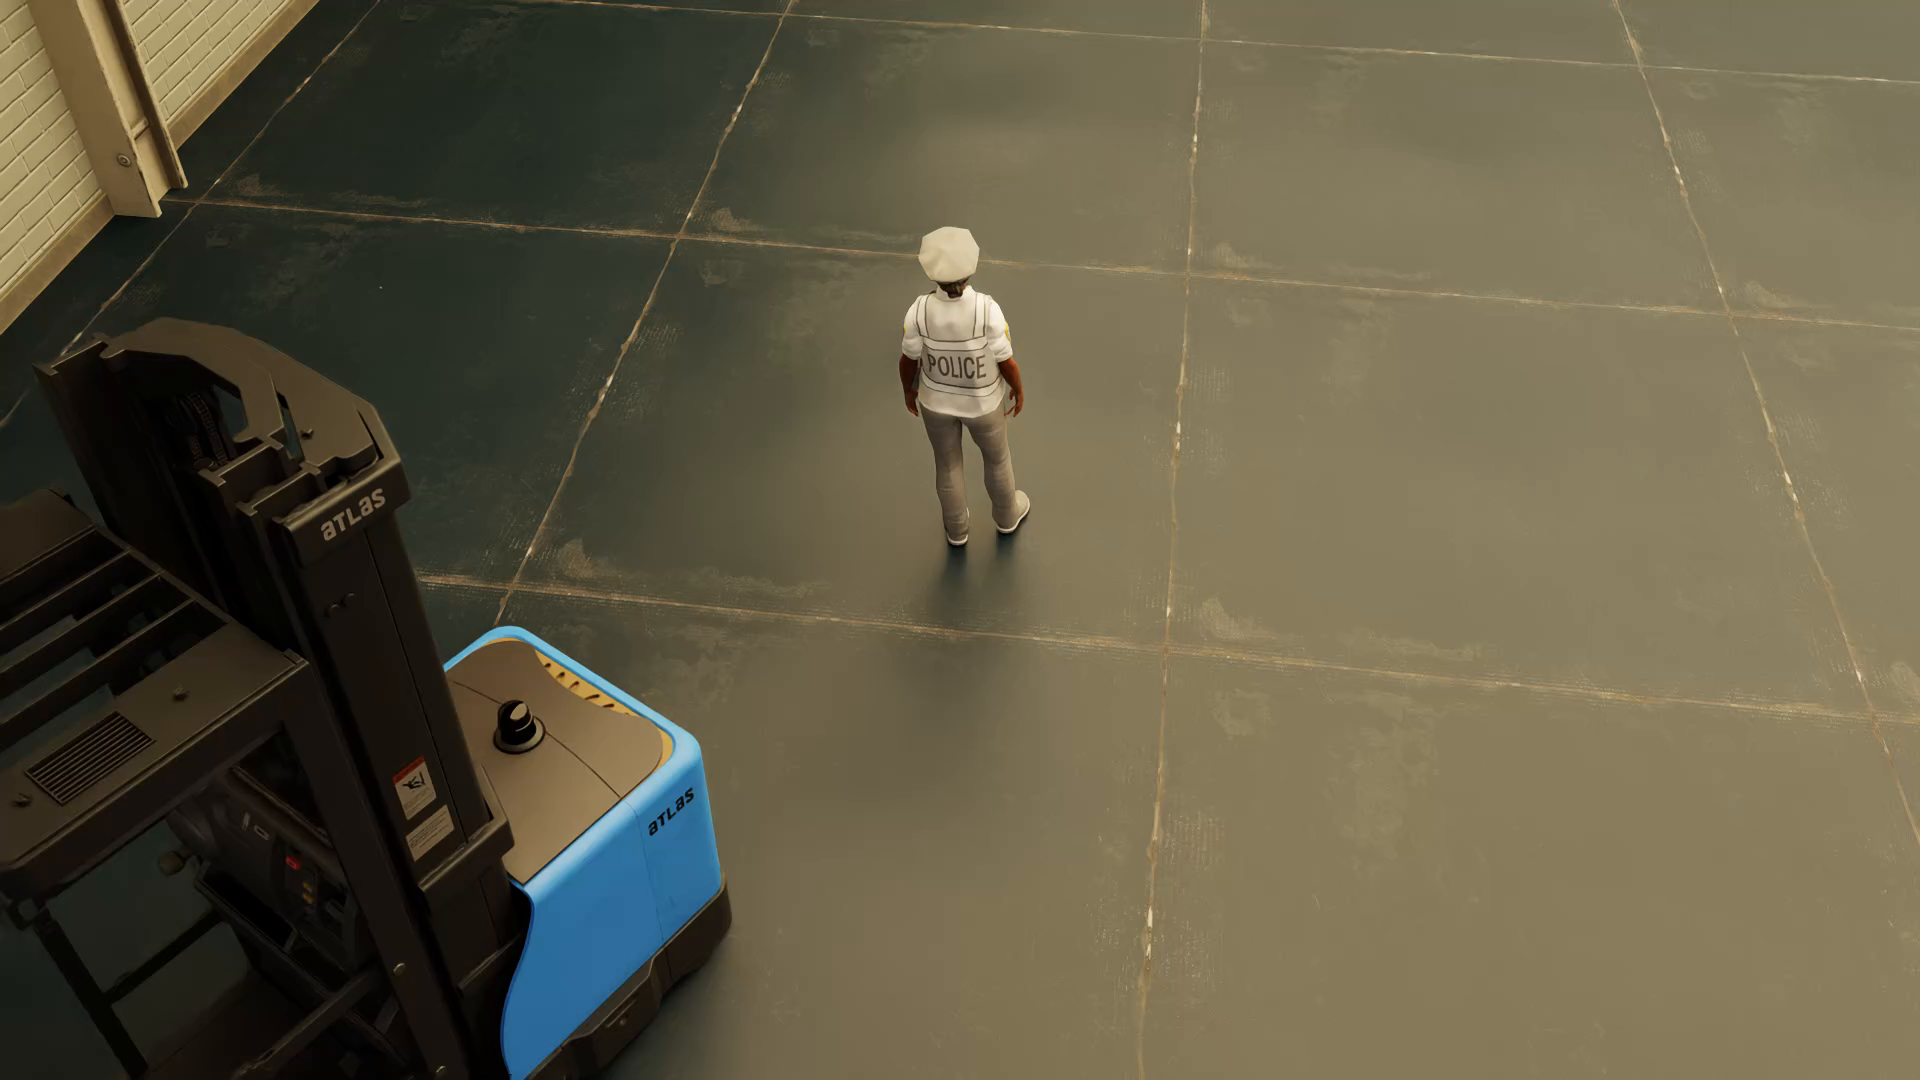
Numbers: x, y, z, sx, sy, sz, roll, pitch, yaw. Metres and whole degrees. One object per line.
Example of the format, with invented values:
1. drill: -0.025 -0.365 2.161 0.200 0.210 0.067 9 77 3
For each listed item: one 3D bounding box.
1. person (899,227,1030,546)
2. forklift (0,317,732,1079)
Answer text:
1. person: 0.030 -0.677 7.366 0.569 1.692 0.530 5 43 6
2. forklift: -2.144 0.987 4.649 1.130 2.935 3.031 27 49 26
